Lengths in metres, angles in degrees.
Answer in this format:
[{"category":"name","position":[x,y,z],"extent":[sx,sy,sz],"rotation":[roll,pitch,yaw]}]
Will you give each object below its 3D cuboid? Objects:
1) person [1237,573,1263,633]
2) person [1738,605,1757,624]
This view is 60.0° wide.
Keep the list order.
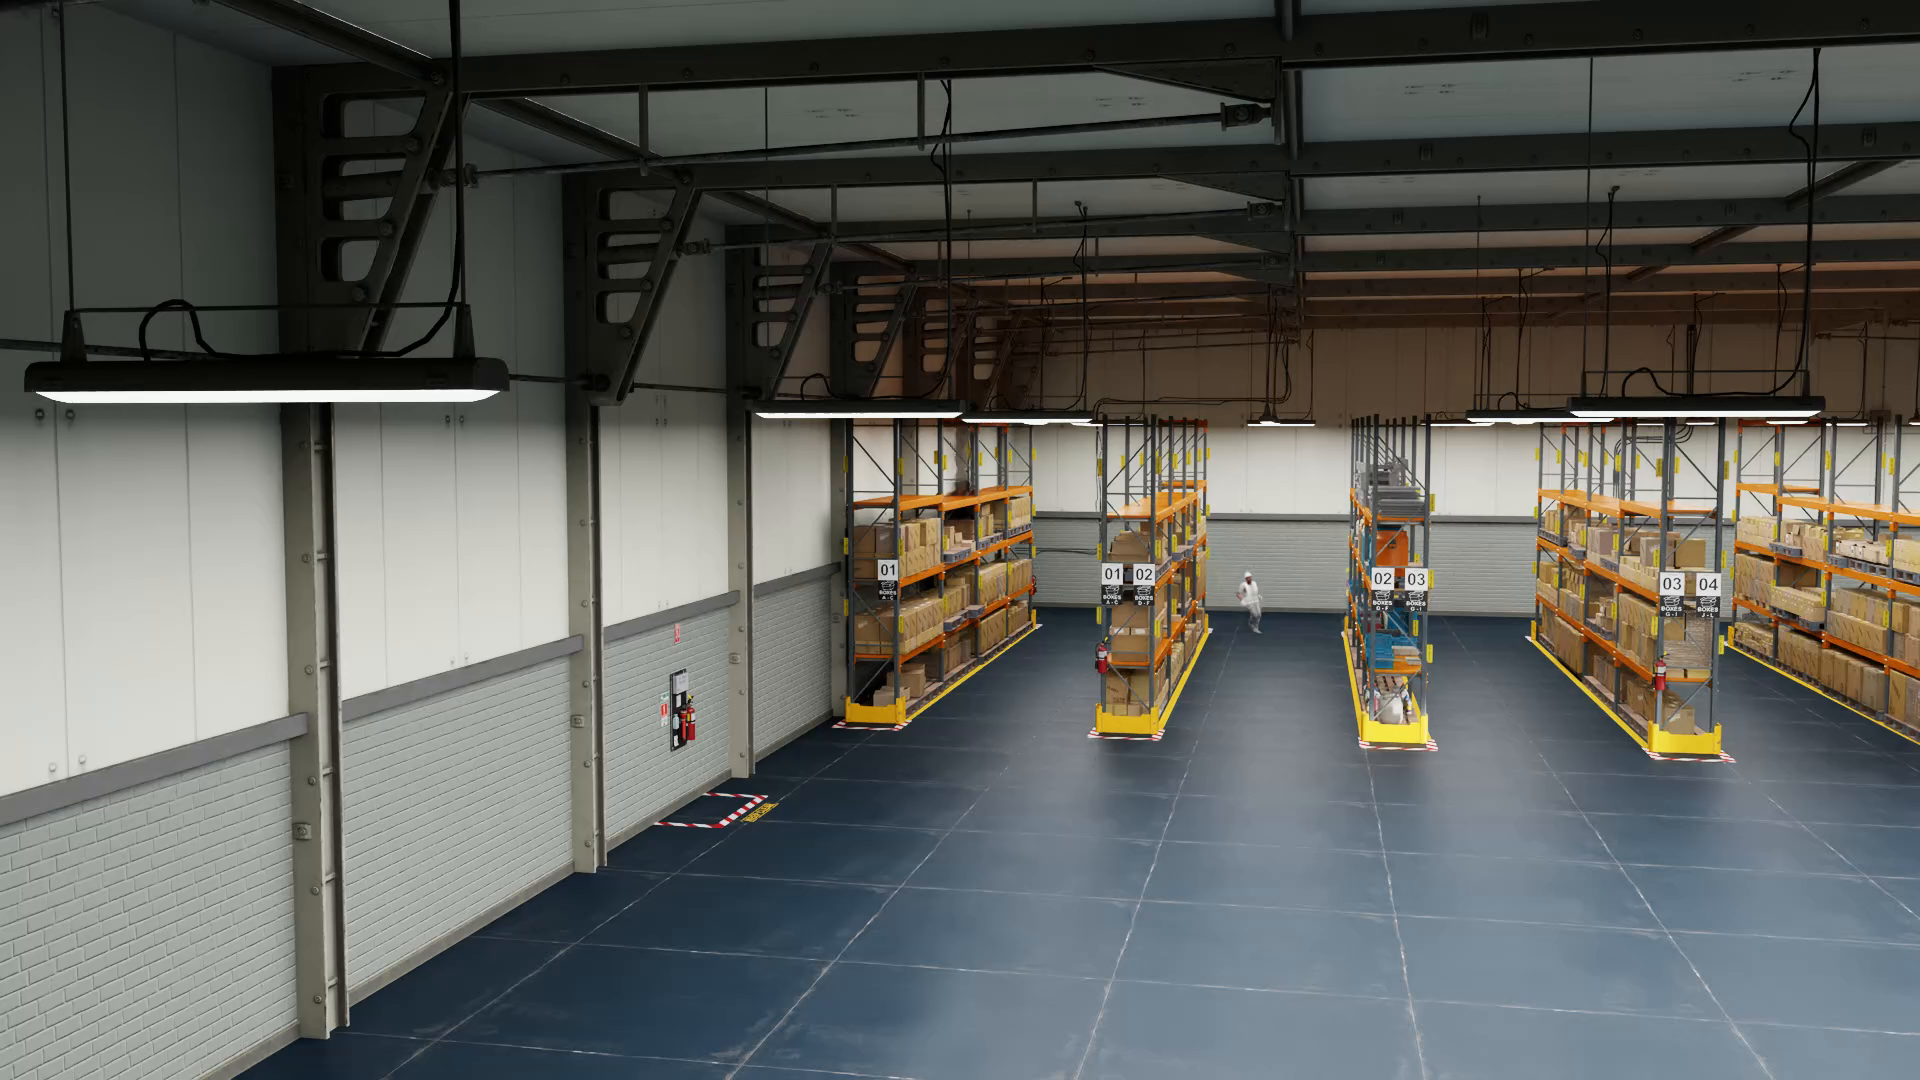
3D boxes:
[{"category":"person","position":[8.180,1.768,46.526],"extent":[0.728,1.716,0.510],"rotation":[-2,4,-23]},{"category":"person","position":[21.498,1.852,45.216],"extent":[0.750,1.748,0.812],"rotation":[-3,5,-41]}]
